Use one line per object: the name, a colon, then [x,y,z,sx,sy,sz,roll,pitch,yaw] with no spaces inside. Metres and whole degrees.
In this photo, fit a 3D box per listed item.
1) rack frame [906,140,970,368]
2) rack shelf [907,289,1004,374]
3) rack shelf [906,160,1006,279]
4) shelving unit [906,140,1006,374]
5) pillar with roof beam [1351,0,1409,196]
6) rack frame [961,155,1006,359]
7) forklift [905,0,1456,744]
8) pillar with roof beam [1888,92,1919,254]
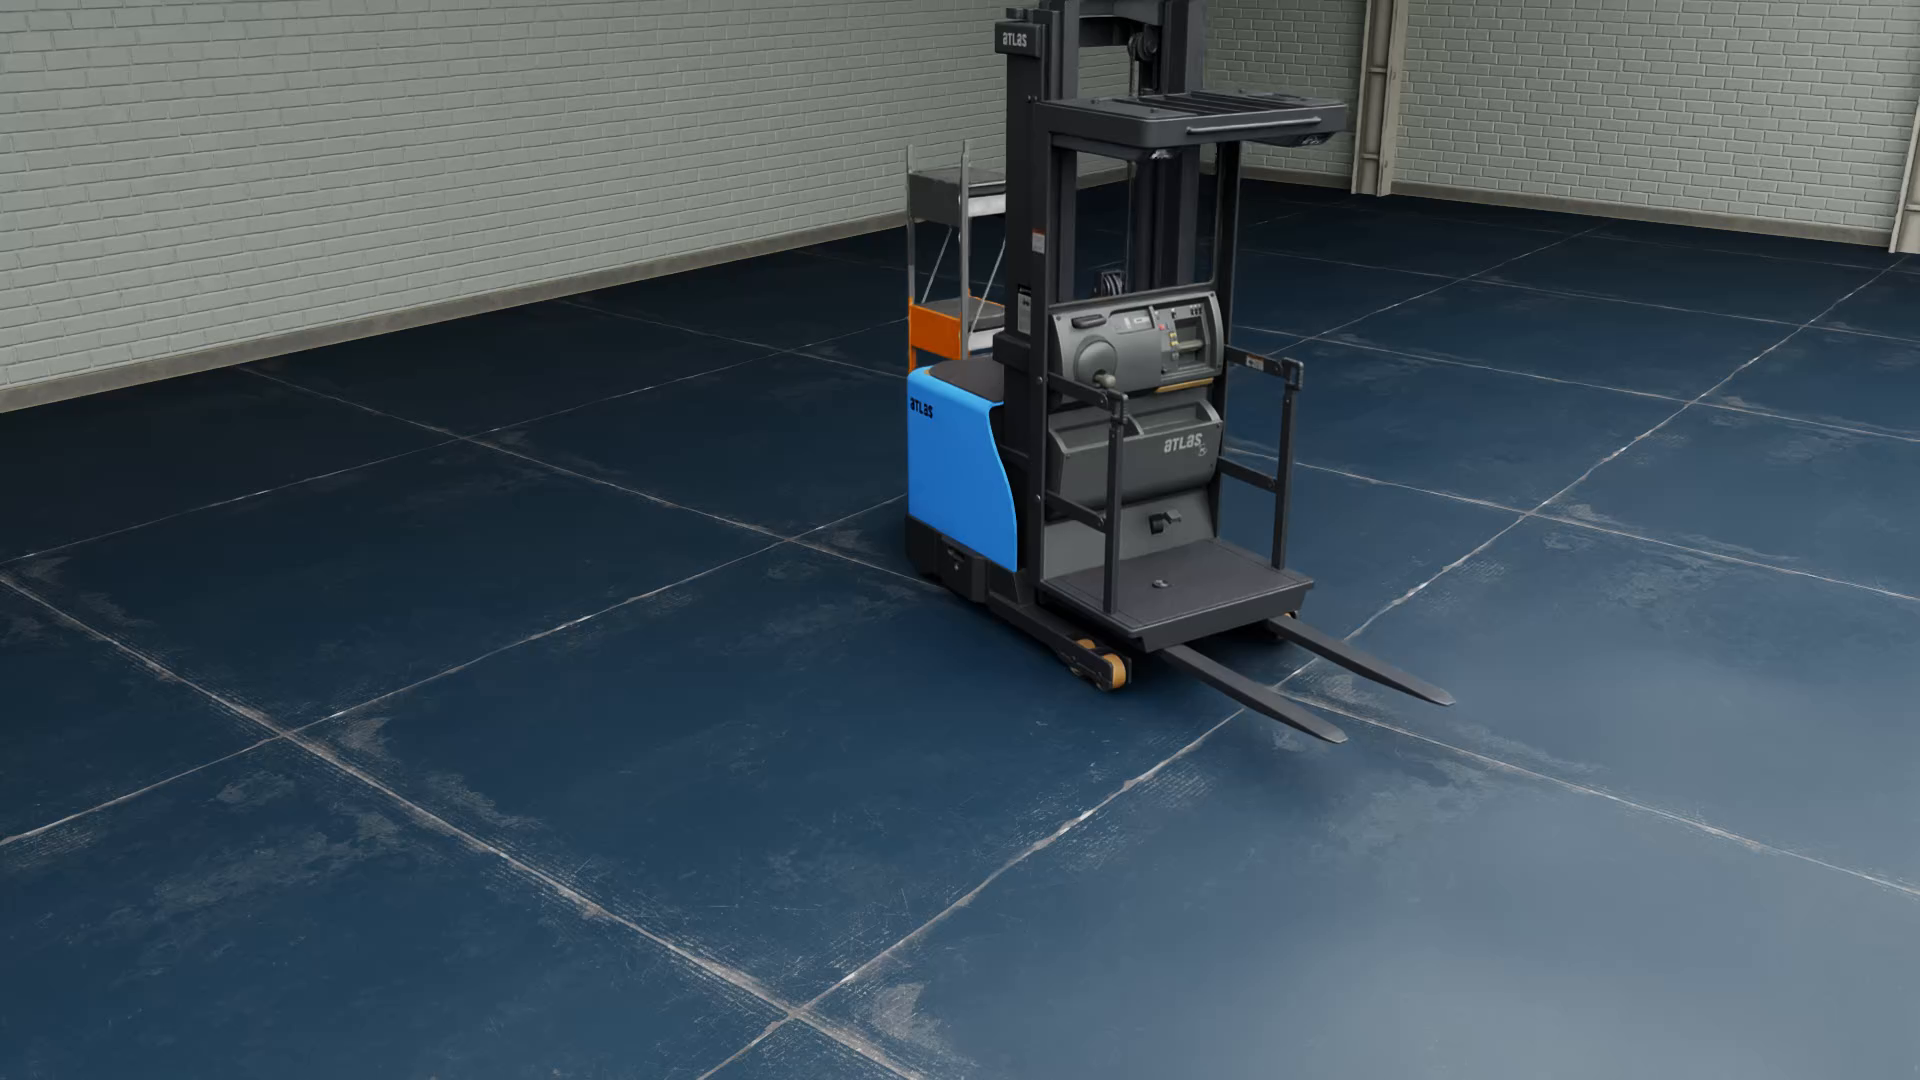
rack frame: [-0.114,-1.116,9.152,0.400,2.100,0.015,-14,25,-33]
rack shelf: [0.029,-1.034,8.972,0.431,0.518,0.480,-14,25,-33]
rack shelf: [0.029,-1.689,8.725,0.431,0.518,0.480,-14,25,-33]
shelving unit: [0.029,-1.046,8.967,0.431,2.100,0.503,-14,25,-33]
pillar with roof beam: [2.344,-7.307,15.792,0.400,9.000,9.100,16,26,36]
rack frame: [0.171,-0.976,8.782,0.400,2.100,0.015,-14,25,-33]
forklift: [0.931,-0.888,7.370,1.130,2.935,3.031,-13,24,-30]
pillar with roof beam: [6.992,-5.969,12.242,0.400,9.000,9.100,16,26,36]
